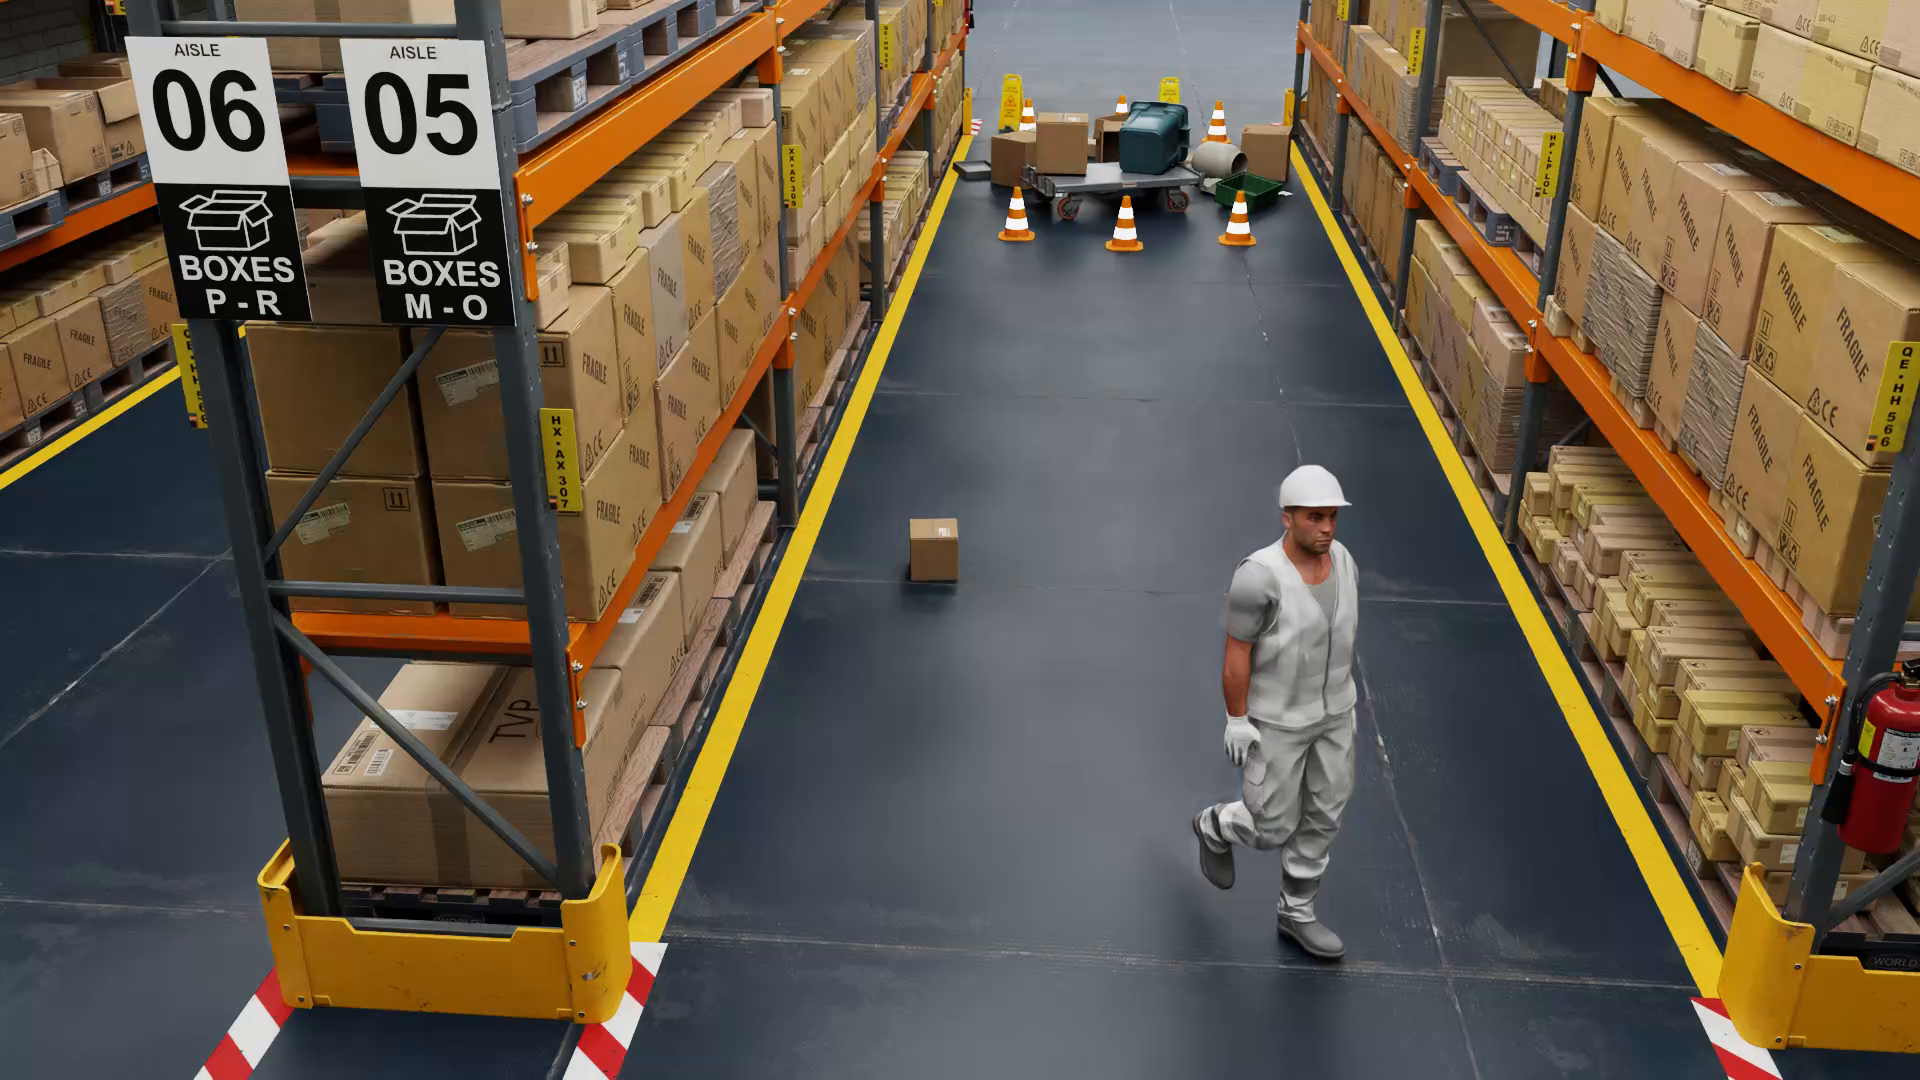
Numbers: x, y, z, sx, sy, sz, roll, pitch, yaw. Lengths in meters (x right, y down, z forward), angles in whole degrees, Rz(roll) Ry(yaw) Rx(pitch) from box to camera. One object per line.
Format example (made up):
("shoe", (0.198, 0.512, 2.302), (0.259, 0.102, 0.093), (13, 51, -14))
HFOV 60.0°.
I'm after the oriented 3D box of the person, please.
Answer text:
("person", (1.136, 0.579, 5.748), (0.549, 1.777, 0.672), (-13, 27, -26))
